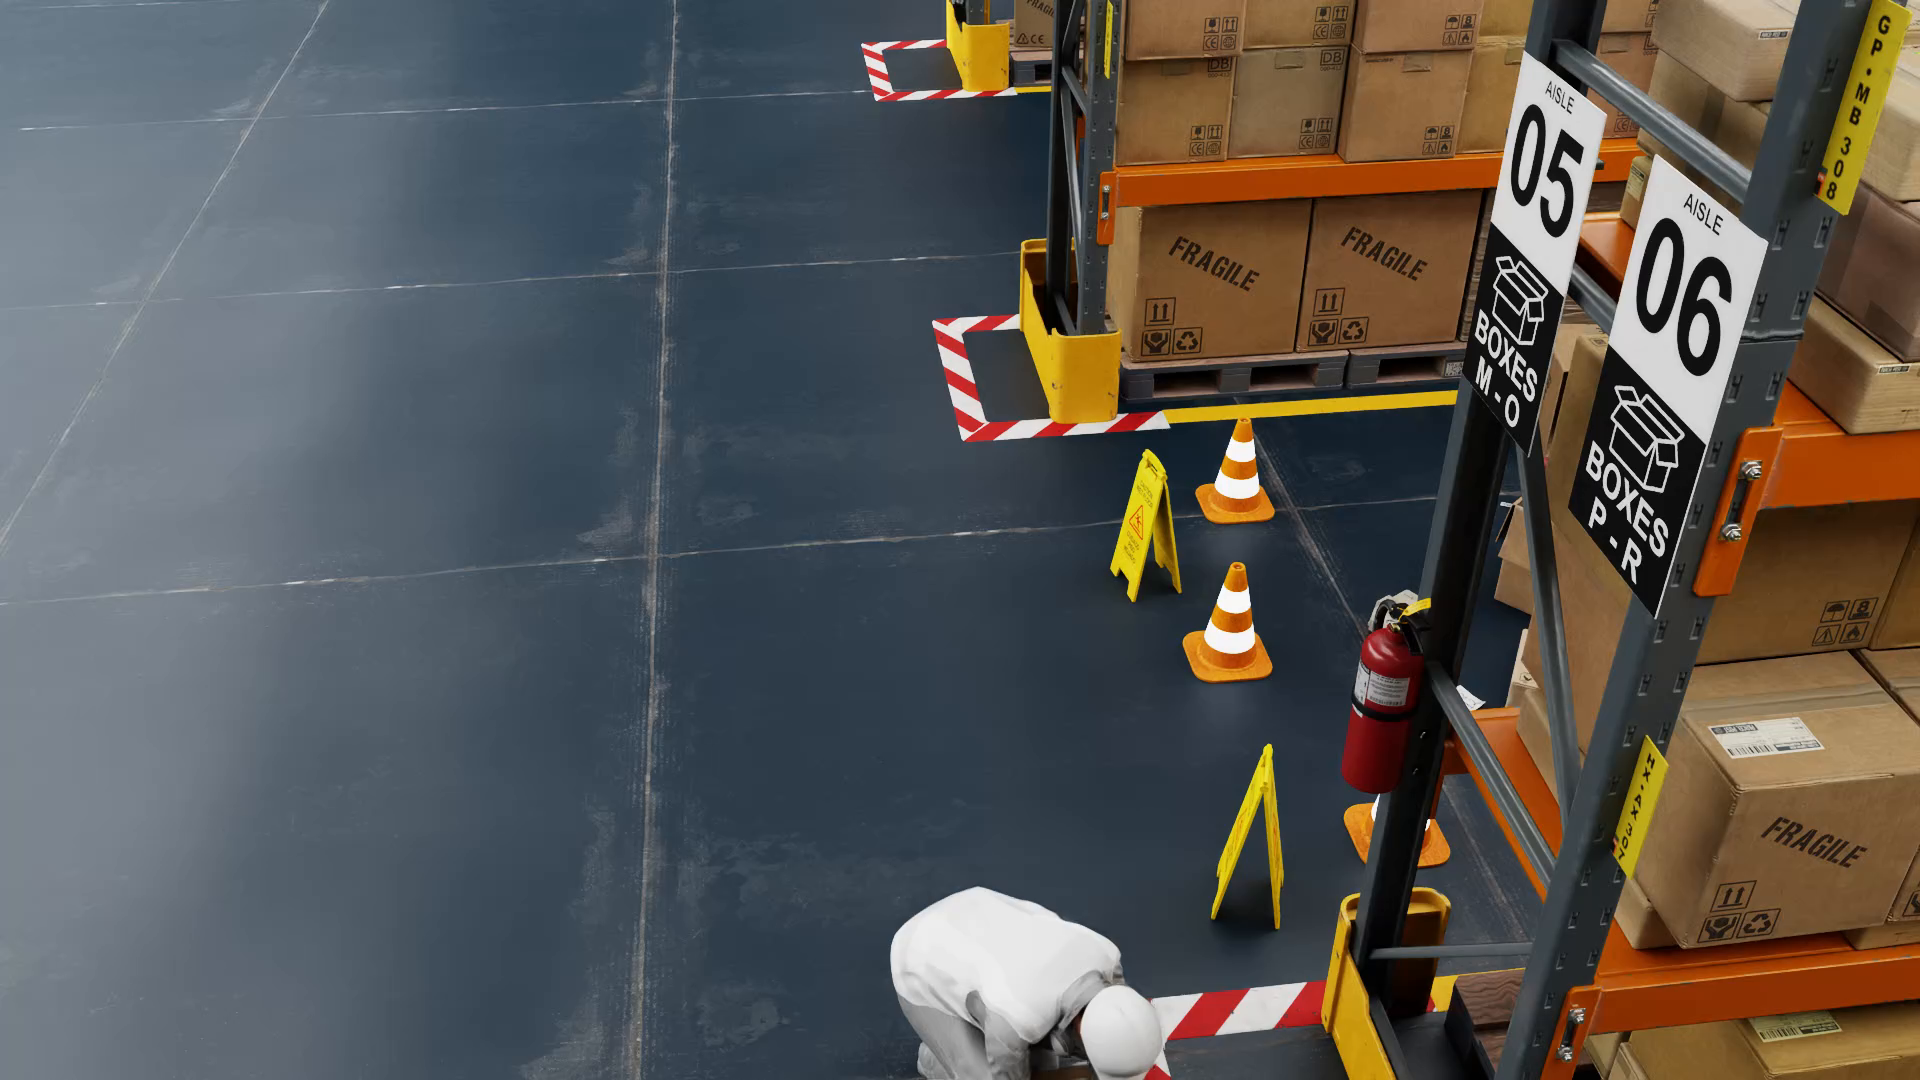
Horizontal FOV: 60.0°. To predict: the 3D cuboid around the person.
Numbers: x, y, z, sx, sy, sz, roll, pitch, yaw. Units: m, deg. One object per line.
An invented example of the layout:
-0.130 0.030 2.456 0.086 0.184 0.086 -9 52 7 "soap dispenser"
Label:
0.195 1.459 4.934 0.527 0.867 0.951 -22 40 -28 "person"
